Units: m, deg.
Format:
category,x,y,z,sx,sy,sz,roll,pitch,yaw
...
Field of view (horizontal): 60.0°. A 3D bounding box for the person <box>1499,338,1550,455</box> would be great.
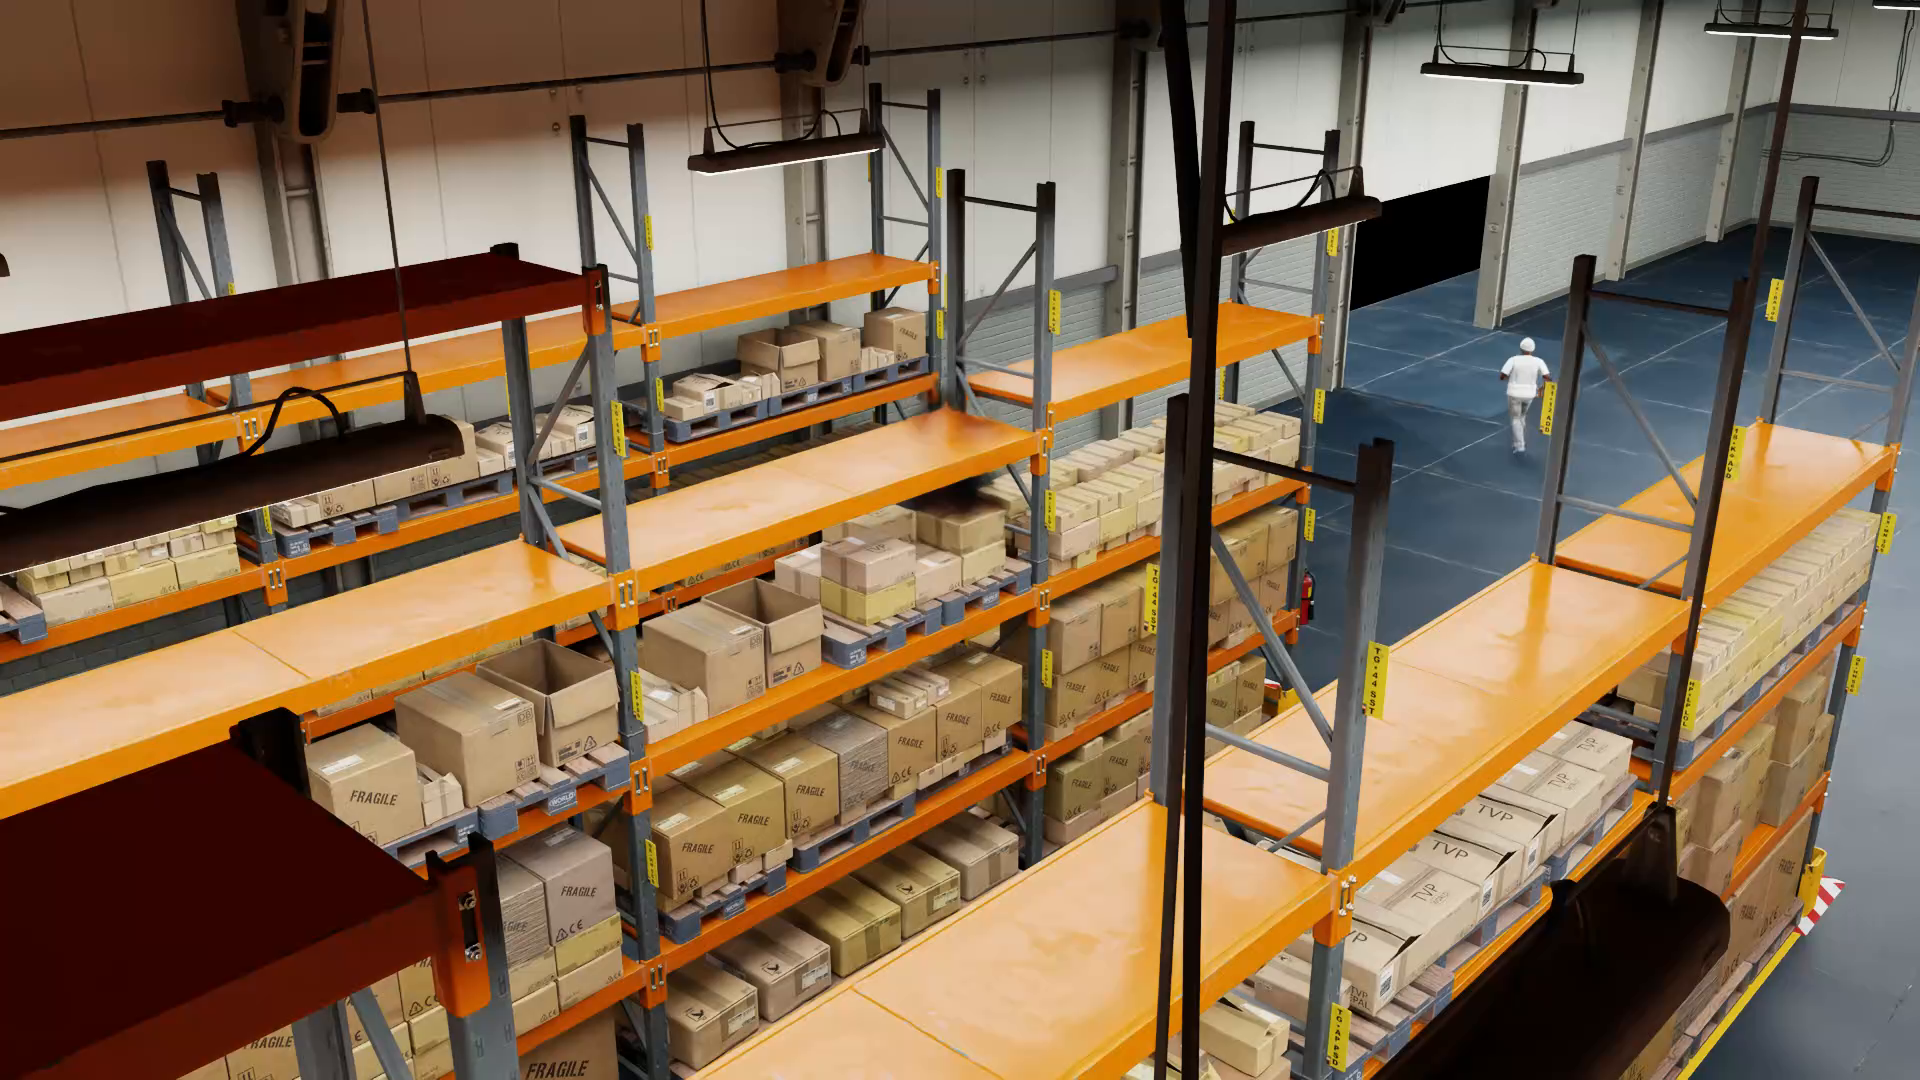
category,x,y,z,sx,sy,sz,roll,pitch,yaw
person,8.448,-2.135,25.062,0.691,1.801,0.854,0,21,0
